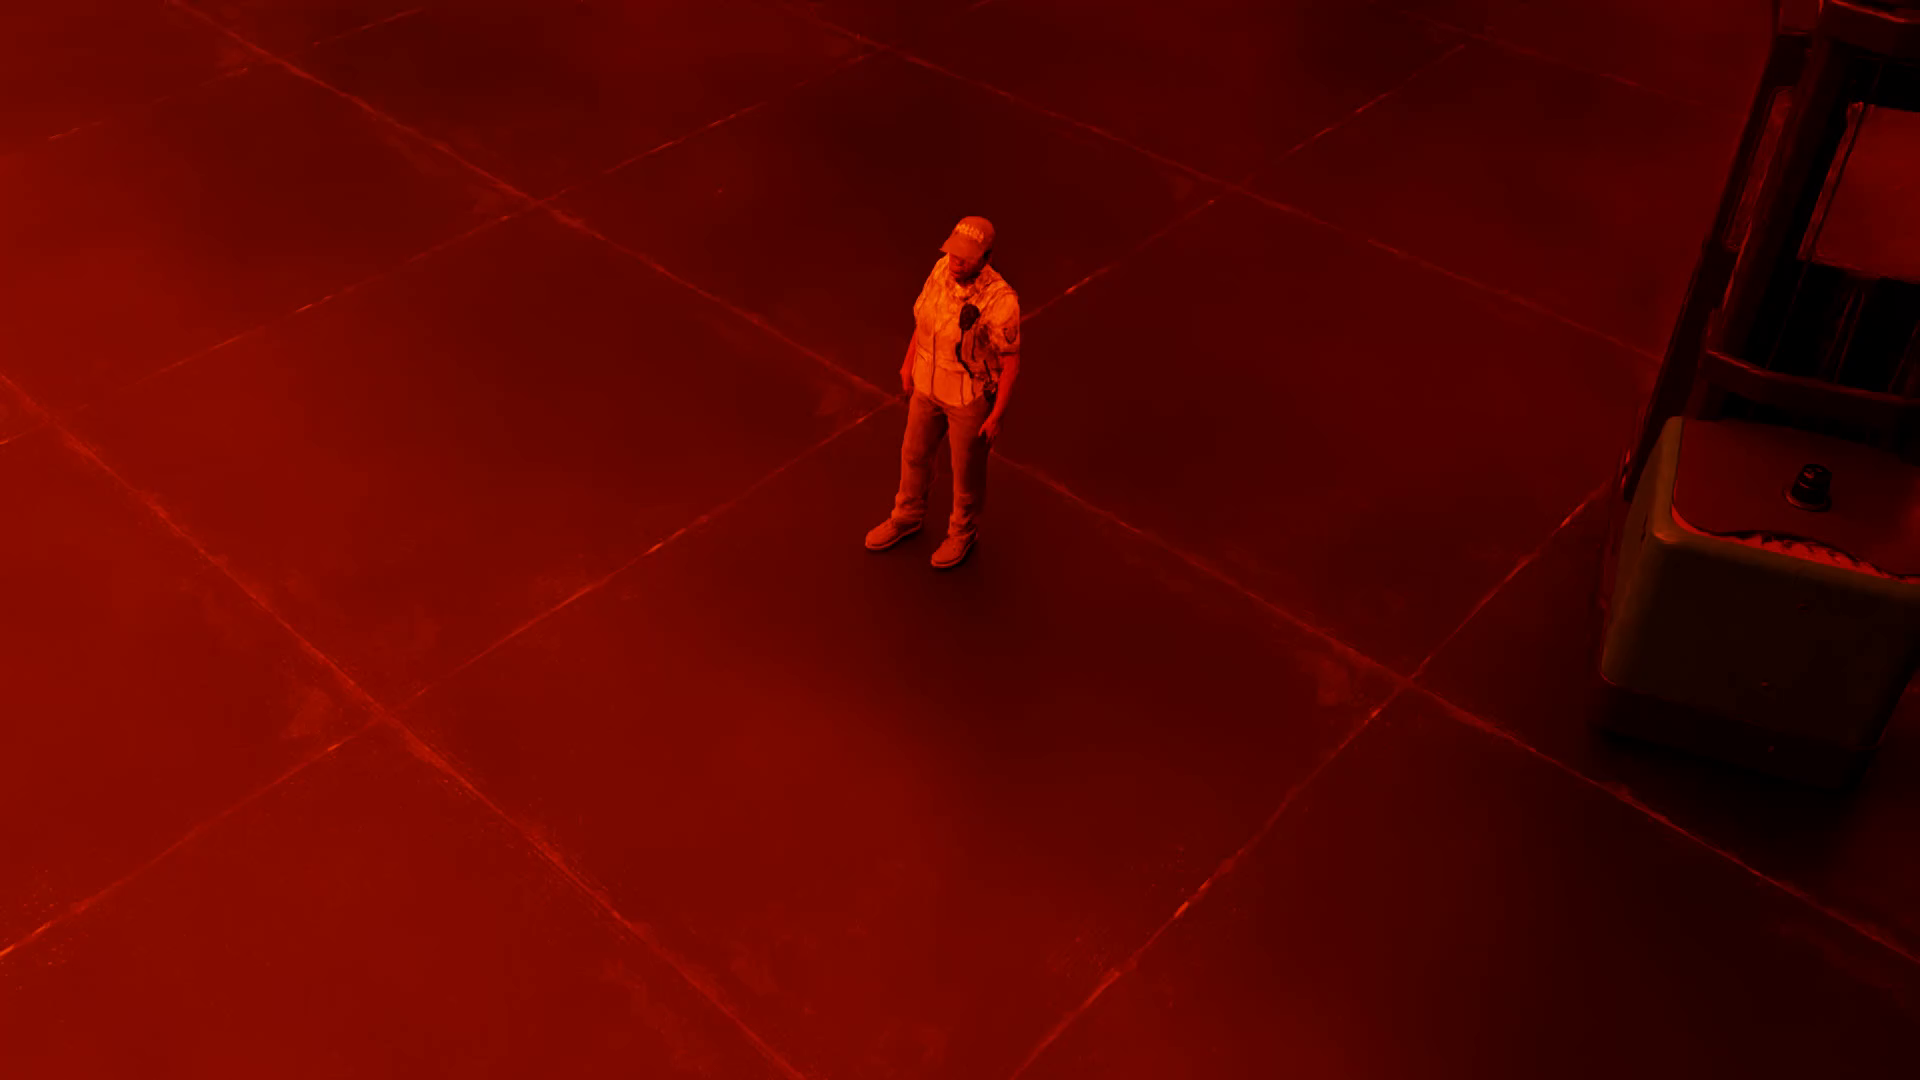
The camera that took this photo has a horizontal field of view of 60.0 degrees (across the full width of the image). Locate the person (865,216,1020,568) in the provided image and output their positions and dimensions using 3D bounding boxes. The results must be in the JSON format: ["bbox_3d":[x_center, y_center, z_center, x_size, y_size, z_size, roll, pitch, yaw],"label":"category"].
[{"bbox_3d":[-0.069,-0.611,7.101,0.598,1.669,0.529,31,49,31],"label":"person"}]

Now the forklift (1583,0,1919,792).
[{"bbox_3d":[3.564,-1.103,6.714,1.130,2.935,3.031,15,43,17],"label":"forklift"}]
